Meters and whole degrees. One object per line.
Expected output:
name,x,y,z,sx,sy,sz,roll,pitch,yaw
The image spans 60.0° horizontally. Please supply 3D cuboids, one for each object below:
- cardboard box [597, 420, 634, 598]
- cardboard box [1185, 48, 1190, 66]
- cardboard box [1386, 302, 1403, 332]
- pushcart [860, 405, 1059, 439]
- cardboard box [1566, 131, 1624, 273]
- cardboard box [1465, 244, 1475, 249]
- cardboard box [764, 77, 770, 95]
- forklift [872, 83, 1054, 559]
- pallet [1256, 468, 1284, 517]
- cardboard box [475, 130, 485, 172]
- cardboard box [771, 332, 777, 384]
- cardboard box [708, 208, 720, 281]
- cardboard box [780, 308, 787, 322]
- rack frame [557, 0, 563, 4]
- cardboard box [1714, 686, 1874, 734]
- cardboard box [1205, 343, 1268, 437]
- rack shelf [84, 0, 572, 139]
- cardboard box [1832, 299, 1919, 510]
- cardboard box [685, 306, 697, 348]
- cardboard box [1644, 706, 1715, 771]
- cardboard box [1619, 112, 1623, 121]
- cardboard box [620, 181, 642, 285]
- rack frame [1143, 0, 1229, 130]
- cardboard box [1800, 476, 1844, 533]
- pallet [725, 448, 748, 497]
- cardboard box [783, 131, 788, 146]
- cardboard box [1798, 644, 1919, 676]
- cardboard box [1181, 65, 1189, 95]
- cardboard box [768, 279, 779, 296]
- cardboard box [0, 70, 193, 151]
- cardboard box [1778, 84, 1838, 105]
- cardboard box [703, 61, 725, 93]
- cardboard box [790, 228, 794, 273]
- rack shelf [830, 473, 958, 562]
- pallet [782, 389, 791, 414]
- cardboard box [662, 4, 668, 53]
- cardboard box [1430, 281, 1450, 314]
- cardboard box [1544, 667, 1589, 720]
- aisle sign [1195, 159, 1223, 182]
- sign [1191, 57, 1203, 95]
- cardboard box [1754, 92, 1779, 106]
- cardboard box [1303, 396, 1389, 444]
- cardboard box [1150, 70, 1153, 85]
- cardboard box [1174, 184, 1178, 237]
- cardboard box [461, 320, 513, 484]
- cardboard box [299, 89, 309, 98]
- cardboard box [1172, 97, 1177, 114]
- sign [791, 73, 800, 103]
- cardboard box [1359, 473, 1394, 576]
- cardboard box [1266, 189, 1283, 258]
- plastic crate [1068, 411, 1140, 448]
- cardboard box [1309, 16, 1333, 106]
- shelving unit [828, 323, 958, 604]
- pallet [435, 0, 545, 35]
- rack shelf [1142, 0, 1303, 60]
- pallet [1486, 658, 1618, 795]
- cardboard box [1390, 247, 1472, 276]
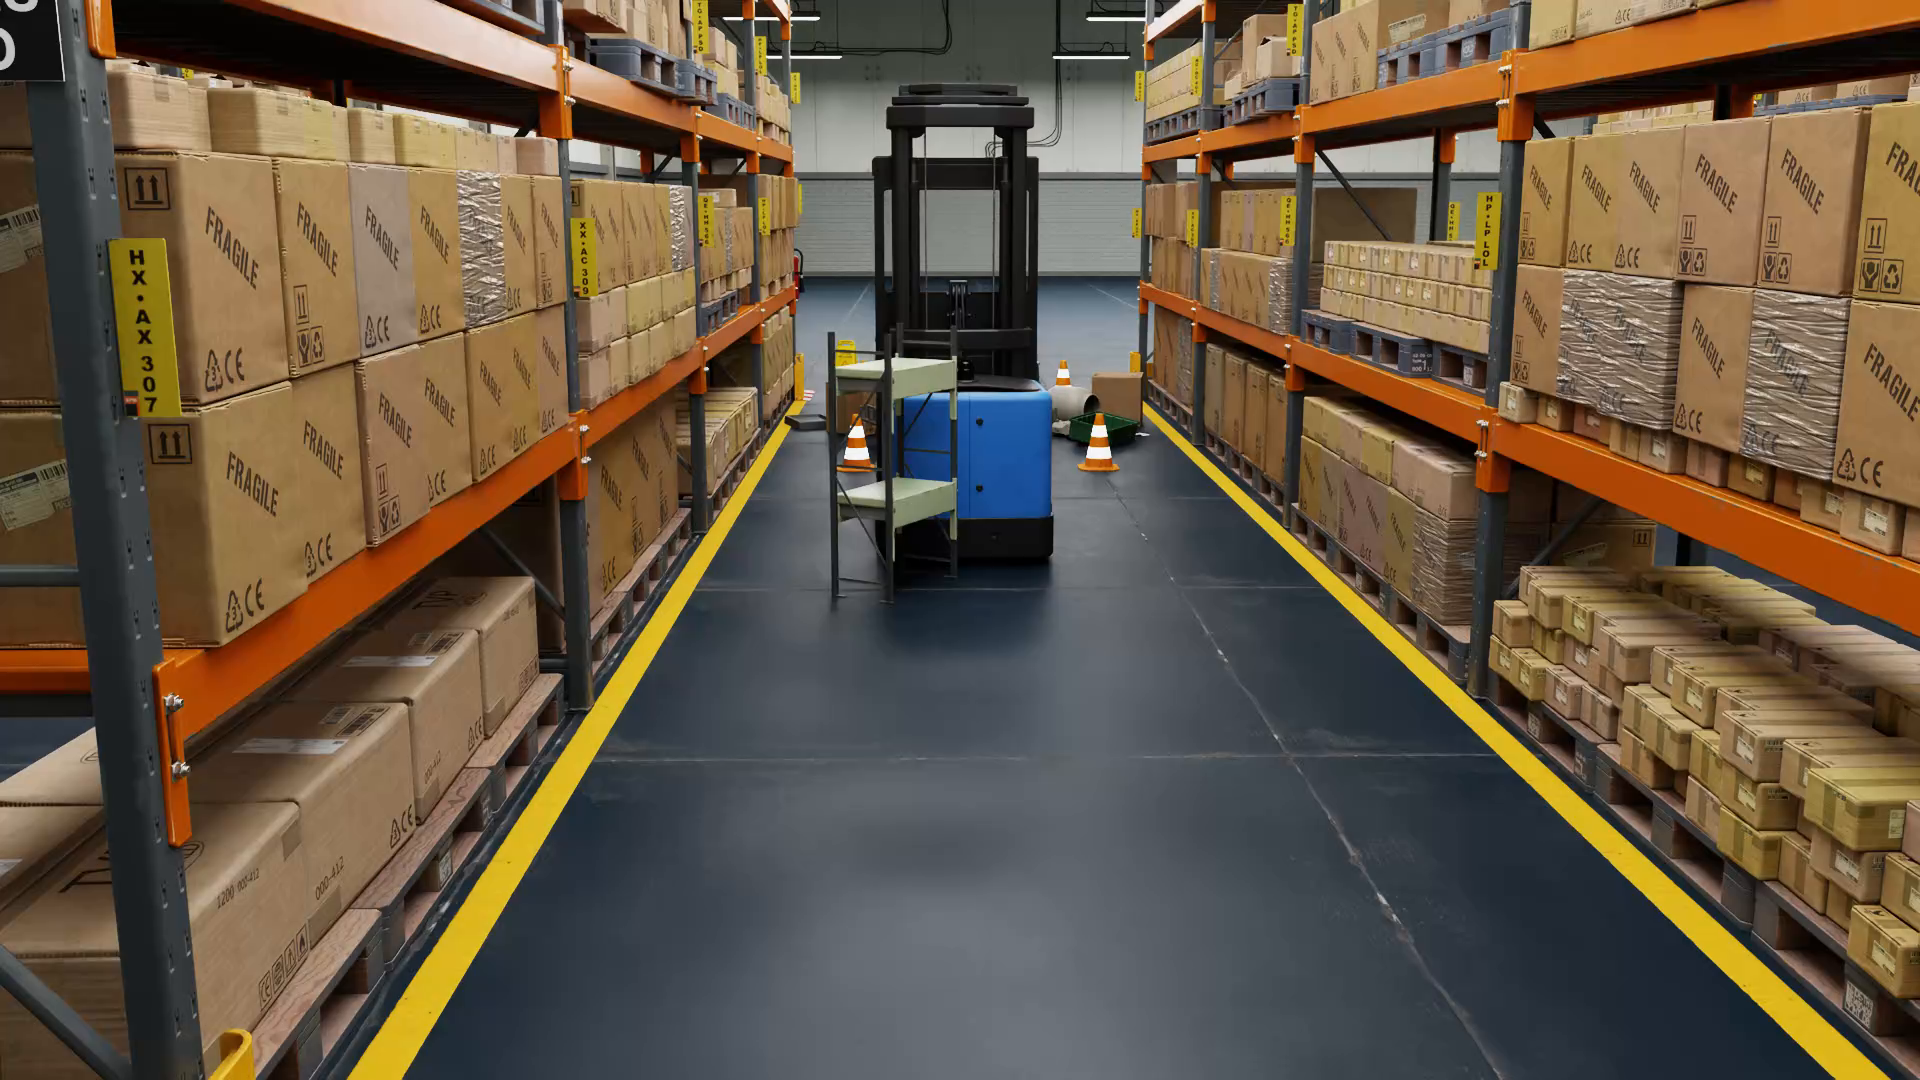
cardboard box,-2.250,-0.186,8.717,0.875,0.875,0.875,0,11,0
cardboard box,2.315,-4.513,15.536,0.380,0.149,0.250,0,11,-1
cardboard box,2.574,-1.232,9.162,0.380,0.149,0.250,-1,11,-3
pushcart,-0.018,-1.043,15.251,1.648,0.377,0.936,-4,12,-21
cardboard box,2.608,-1.250,6.162,0.500,0.500,0.500,-1,11,-3
cardboard box,3.219,-1.678,9.864,0.380,0.149,0.250,0,11,1
cardboard box,-1.986,-4.267,15.629,0.380,0.149,0.250,0,11,-2
forklift,-0.043,-1.561,11.384,1.130,2.935,3.031,-1,11,-4
pallet,2.792,-0.345,12.226,1.003,0.211,1.213,0,11,-1
cardboard box,-1.891,-1.363,5.835,0.380,0.149,0.250,0,11,-2
cardboard box,-2.061,-1.759,16.160,0.500,0.500,0.500,0,11,1
cardboard box,-2.009,-2.108,11.851,0.500,0.500,0.500,0,11,2
cardboard box,-2.025,-2.367,17.523,0.380,0.149,0.250,0,11,0
rack frame,-2.131,-3.659,6.460,1.000,3.000,0.127,0,11,-1
cardboard box,2.656,0.573,5.309,0.380,0.149,0.250,-1,11,-3
cardboard box,2.753,-1.329,14.670,1.050,0.750,0.750,0,11,-1
rack shelf,-2.090,-1.438,4.870,1.077,0.370,4.000,0,11,-1
cardboard box,2.627,-0.349,4.237,0.500,0.500,0.500,0,11,-2
cardboard box,-1.944,-1.341,10.501,0.500,0.250,0.500,-1,11,-3
cardboard box,2.546,0.666,5.597,0.380,0.149,0.250,0,11,-1
cardboard box,7.341,-4.579,17.917,0.380,0.149,0.250,0,11,-2
cardboard box,-1.899,-1.547,8.374,0.500,0.500,0.500,-1,11,-3
rack frame,2.568,-6.084,18.417,1.000,3.000,0.127,0,11,-1
cardboard box,2.617,-0.107,4.673,0.380,0.149,0.250,-1,11,-4
pallet,-2.251,-0.544,13.211,1.003,0.211,1.213,0,11,-1
cardboard box,-2.054,-4.332,17.954,0.380,0.149,0.250,0,11,-1
cardboard box,3.184,0.469,5.819,0.380,0.149,0.250,-1,11,-3
cardboard box,2.374,-4.344,15.703,0.500,0.250,0.500,0,11,-1
cardboard box,-1.999,-2.504,16.489,0.380,0.149,0.250,0,11,-1
cardboard box,-1.779,-0.852,3.317,0.380,0.149,0.250,0,11,0
cardboard box,7.522,-3.982,14.283,0.797,0.503,0.637,-1,11,-4
cardboard box,-2.124,-3.594,13.005,0.500,0.250,0.500,0,11,0
cardboard box,-2.092,-3.192,18.249,0.500,0.500,0.500,0,11,-2
rack shelf,-0.373,-0.142,9.624,0.431,0.370,0.720,6,13,28
pallet,-2.396,-1.561,18.221,1.003,0.211,1.213,0,11,-1
cardboard box,-1.835,-2.851,9.307,0.396,0.266,0.258,-1,11,-3
cardboard box,2.591,-1.222,8.365,0.380,0.149,0.250,-1,11,-3
cardboard box,2.565,0.608,6.631,0.380,0.149,0.250,0,11,-1
aisle sign,2.866,-4.434,18.831,0.394,0.787,0.004,0,11,-1
sign,2.096,-4.109,14.724,0.100,0.325,0.005,0,11,-1
cardboard box,7.316,-4.005,15.086,0.380,0.149,0.250,0,11,1
cardboard box,2.506,-0.764,10.627,0.500,0.250,0.500,-1,11,-4
cardboard box,2.261,-5.019,18.031,0.380,0.149,0.250,0,11,-1
cardboard box,2.657,-3.348,16.922,0.875,0.550,0.500,0,11,-1
cardboard box,-1.825,-0.474,5.601,0.500,0.500,0.500,0,11,-2
cardboard box,-7.089,-4.770,17.922,0.500,0.500,0.500,0,11,1
cardboard box,2.295,-4.275,16.368,0.380,0.149,0.250,0,11,-2
sign,-1.824,-5.006,18.420,0.100,0.325,0.005,0,11,-1
cardboard box,2.532,-0.090,9.188,0.500,0.500,0.500,0,11,-2
cardboard box,2.709,-2.385,12.504,0.700,0.500,0.500,0,11,-2
plastic crate,1.337,-1.029,15.512,0.450,0.188,0.662,17,18,26
cardboard box,2.479,-2.959,10.302,0.500,0.500,0.500,0,11,-1
shelving unit,-0.373,-0.461,9.559,0.431,1.500,0.755,6,13,28
pallet,-2.124,-1.982,5.965,1.003,0.211,1.213,0,11,-1
rack shelf,2.609,-5.138,16.569,1.077,0.370,4.000,0,11,-1
pallet,2.865,0.741,6.876,1.003,0.211,1.213,0,11,-1
cardboard box,2.579,-1.525,9.110,0.380,0.149,0.250,0,11,-2
